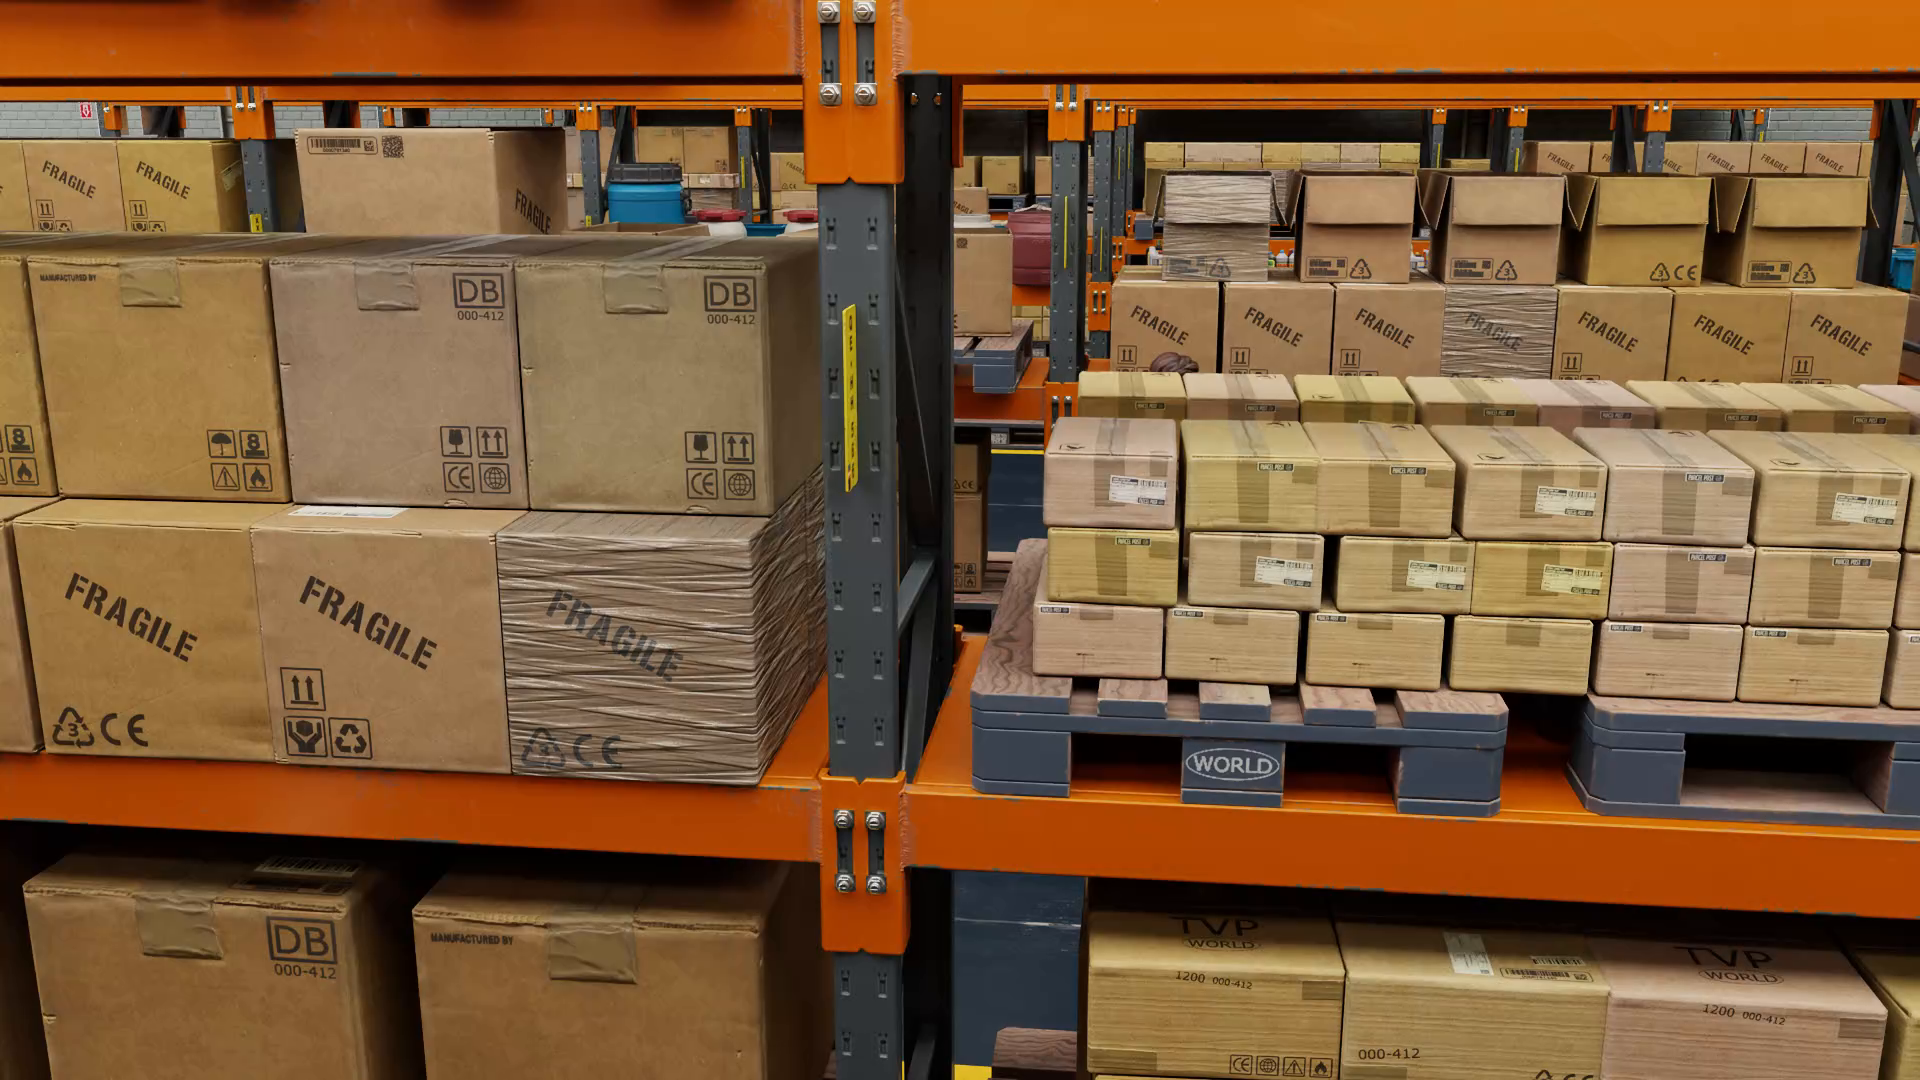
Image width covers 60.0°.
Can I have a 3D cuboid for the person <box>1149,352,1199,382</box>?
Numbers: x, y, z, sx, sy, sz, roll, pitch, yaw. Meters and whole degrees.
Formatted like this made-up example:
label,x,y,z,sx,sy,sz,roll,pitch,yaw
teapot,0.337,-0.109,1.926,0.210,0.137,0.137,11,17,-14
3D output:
label,x,y,z,sx,sy,sz,roll,pitch,yaw
person,0.813,0.077,6.706,0.405,1.673,0.499,2,14,7
